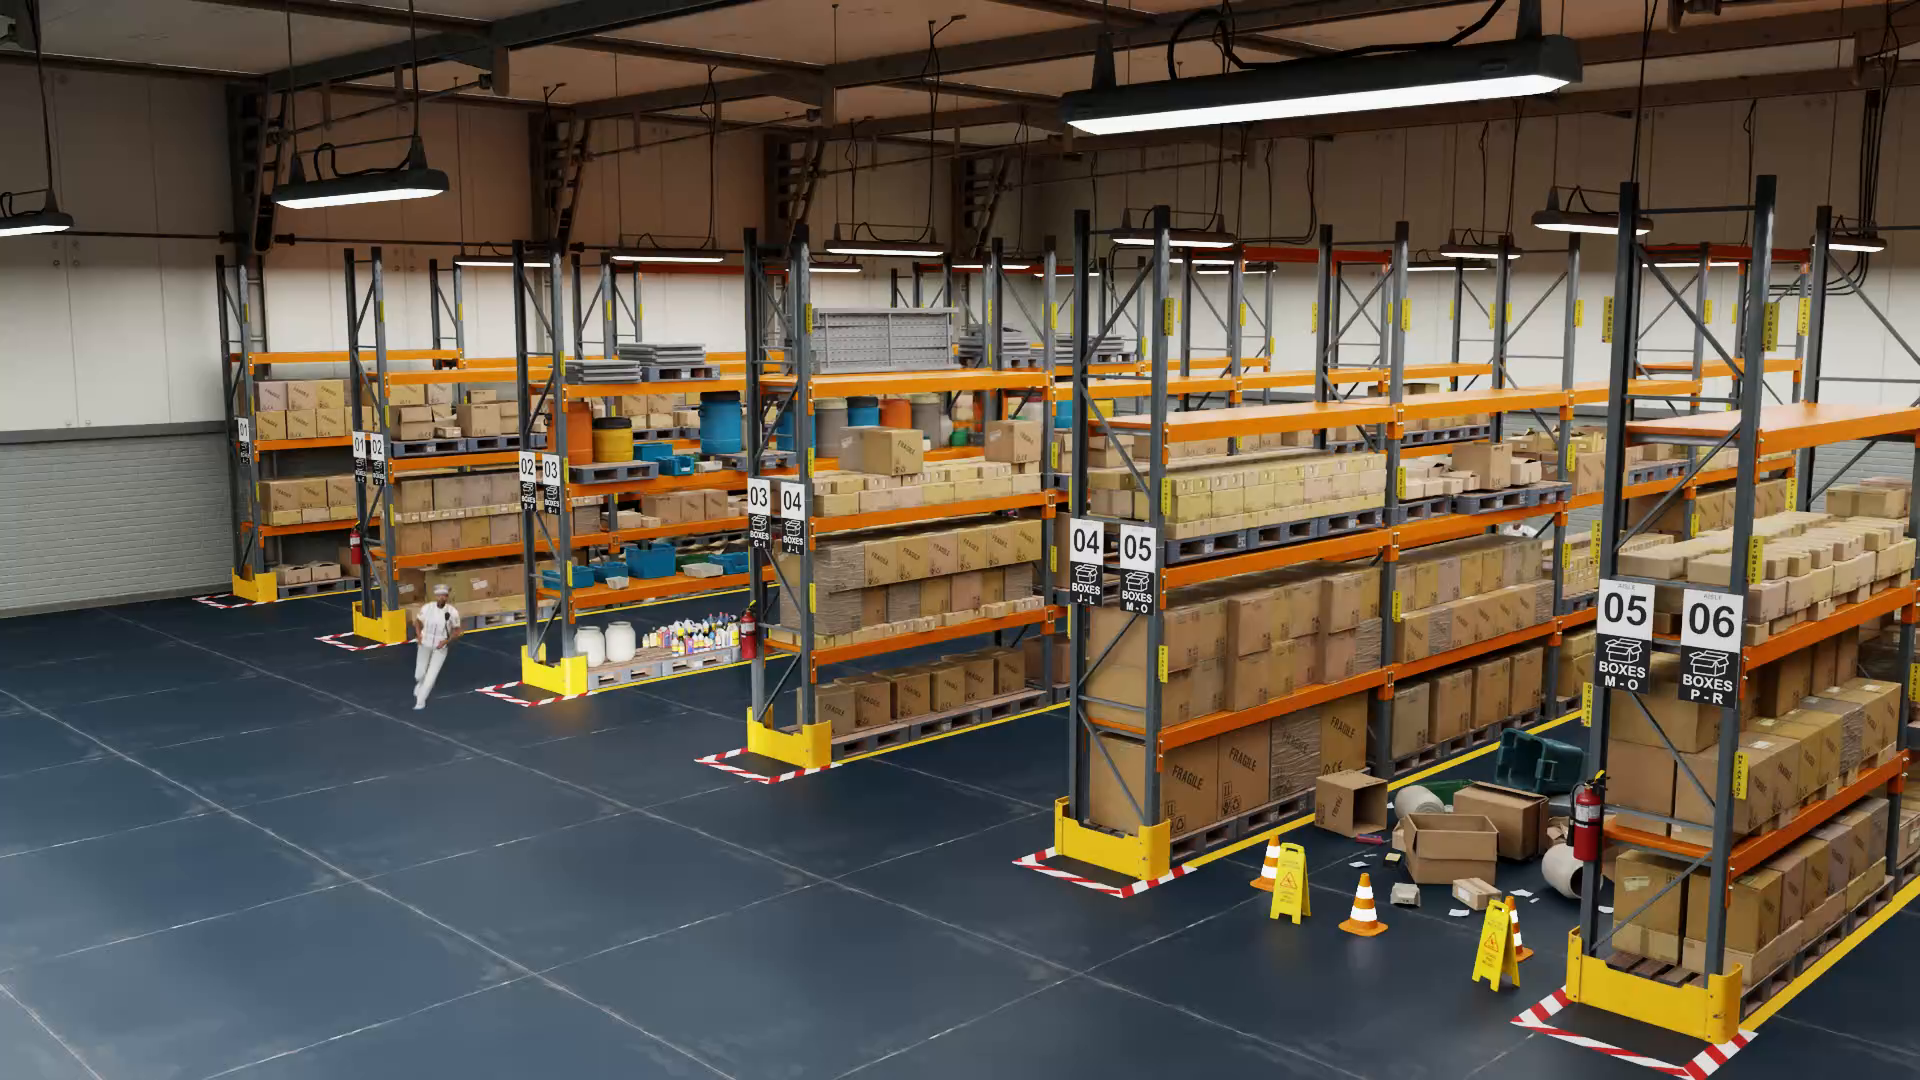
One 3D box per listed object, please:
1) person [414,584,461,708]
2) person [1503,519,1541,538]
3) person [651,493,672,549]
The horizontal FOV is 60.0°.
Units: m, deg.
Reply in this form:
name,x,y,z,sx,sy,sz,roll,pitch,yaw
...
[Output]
name,x,y,z,sx,sy,sz,roll,pitch,yaw
person,-6.761,1.346,21.432,0.650,1.613,0.570,-1,8,-10
person,9.306,0.387,27.755,0.701,1.807,0.631,-8,11,-44
person,-5.589,-0.081,31.424,0.605,1.639,0.560,-7,11,-42
